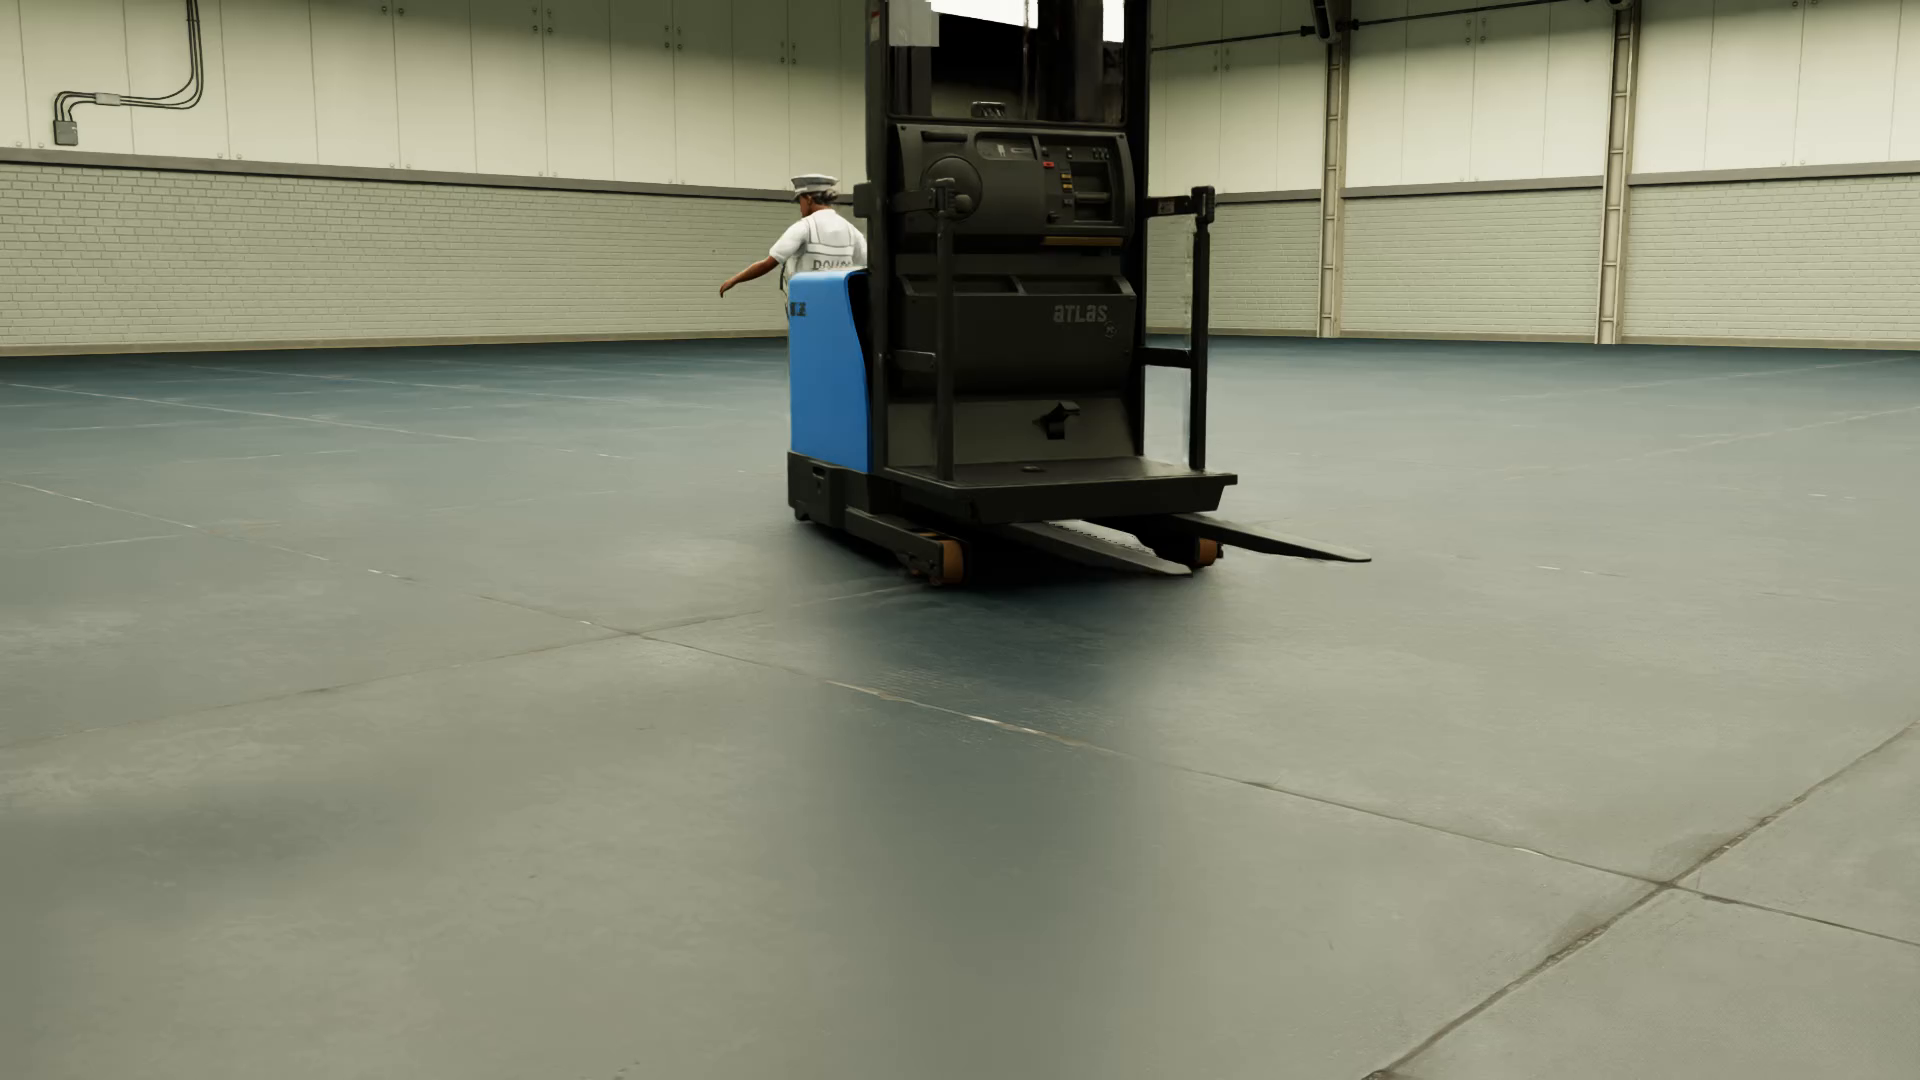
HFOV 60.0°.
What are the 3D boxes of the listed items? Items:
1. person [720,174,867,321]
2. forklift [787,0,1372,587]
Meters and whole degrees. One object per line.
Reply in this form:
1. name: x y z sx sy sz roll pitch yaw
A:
1. person: -0.789 -1.195 9.265 0.899 1.648 0.708 -8 12 -42
2. forklift: 0.298 -1.360 5.907 1.130 2.935 3.031 -4 9 -23
